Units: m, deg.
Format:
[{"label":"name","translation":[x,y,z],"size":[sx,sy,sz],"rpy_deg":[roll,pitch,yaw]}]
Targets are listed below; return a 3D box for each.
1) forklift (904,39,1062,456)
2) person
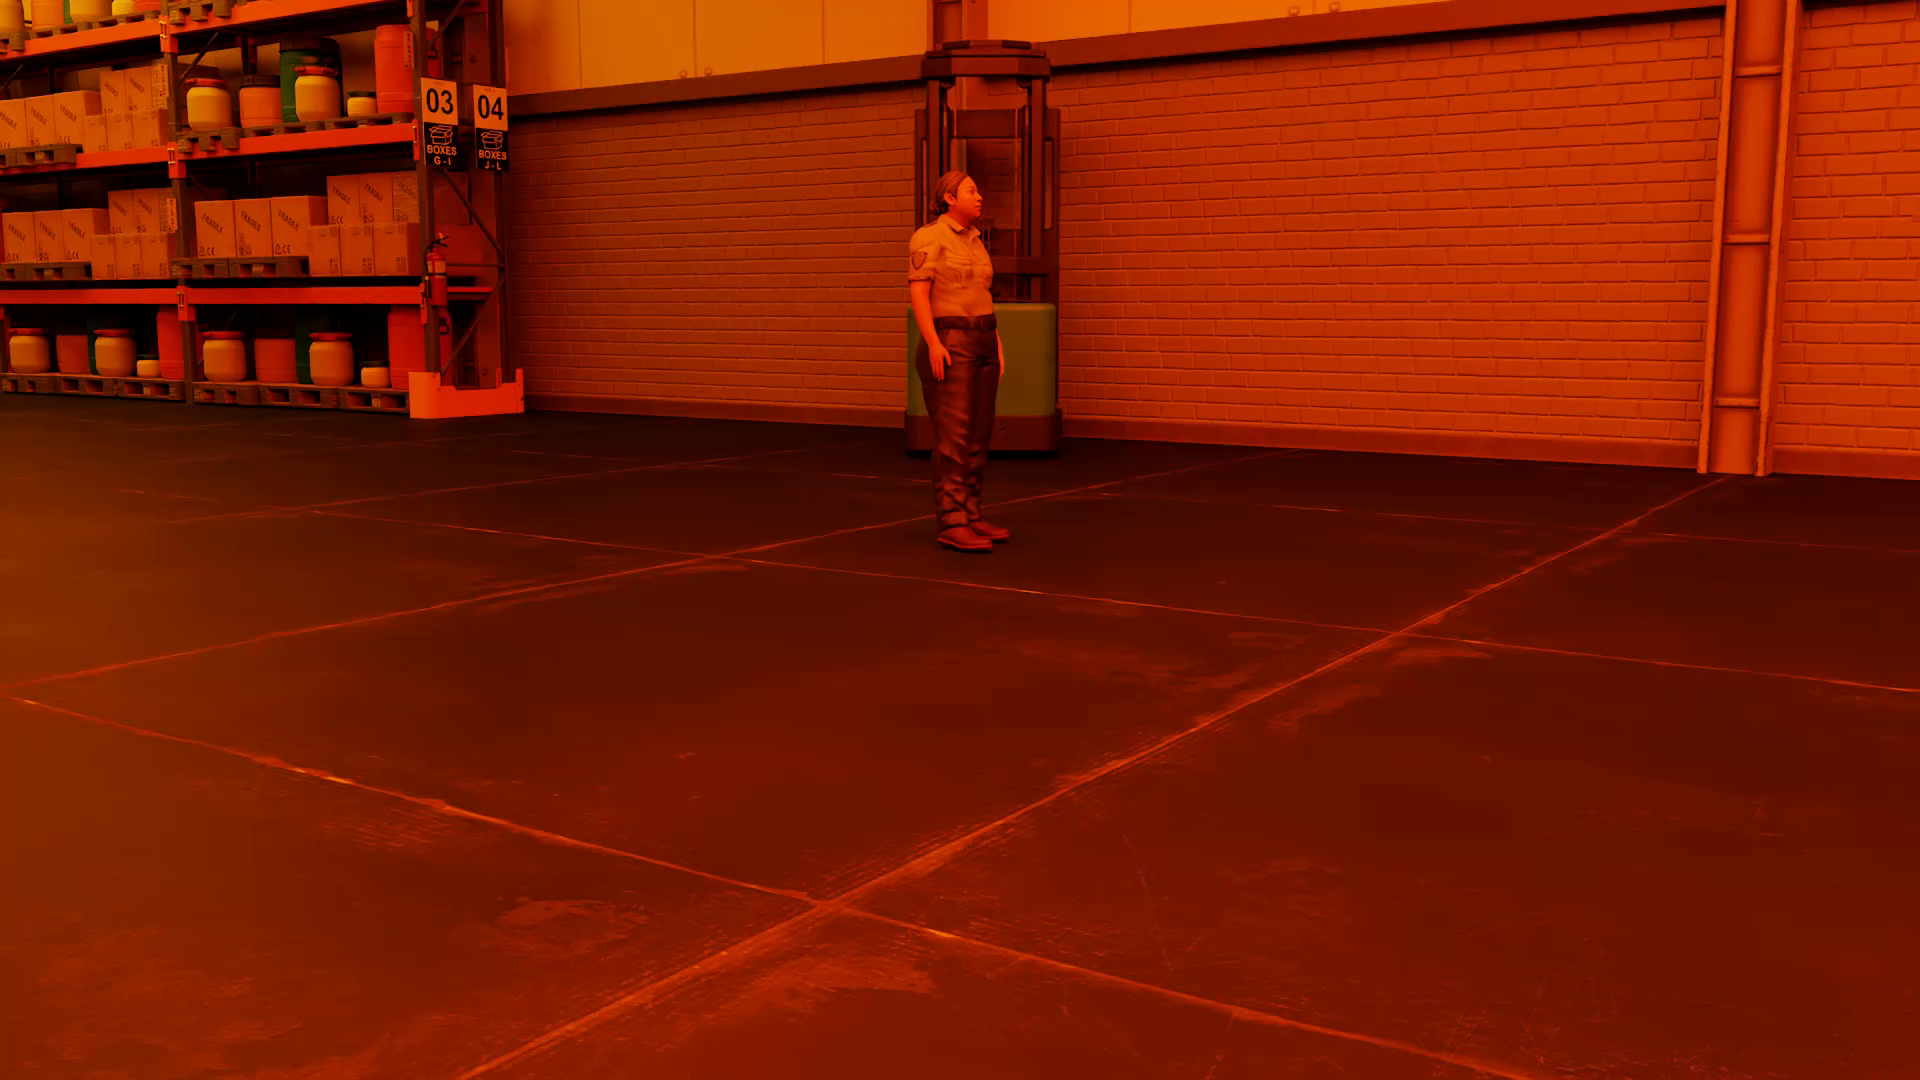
[{"label":"forklift","translation":[0.217,-2.206,12.707],"size":[1.130,2.935,3.031],"rpy_deg":[0,8,3]},{"label":"person","translation":[0.061,-0.814,7.418],"size":[0.503,1.651,0.598],"rpy_deg":[5,10,34]}]
